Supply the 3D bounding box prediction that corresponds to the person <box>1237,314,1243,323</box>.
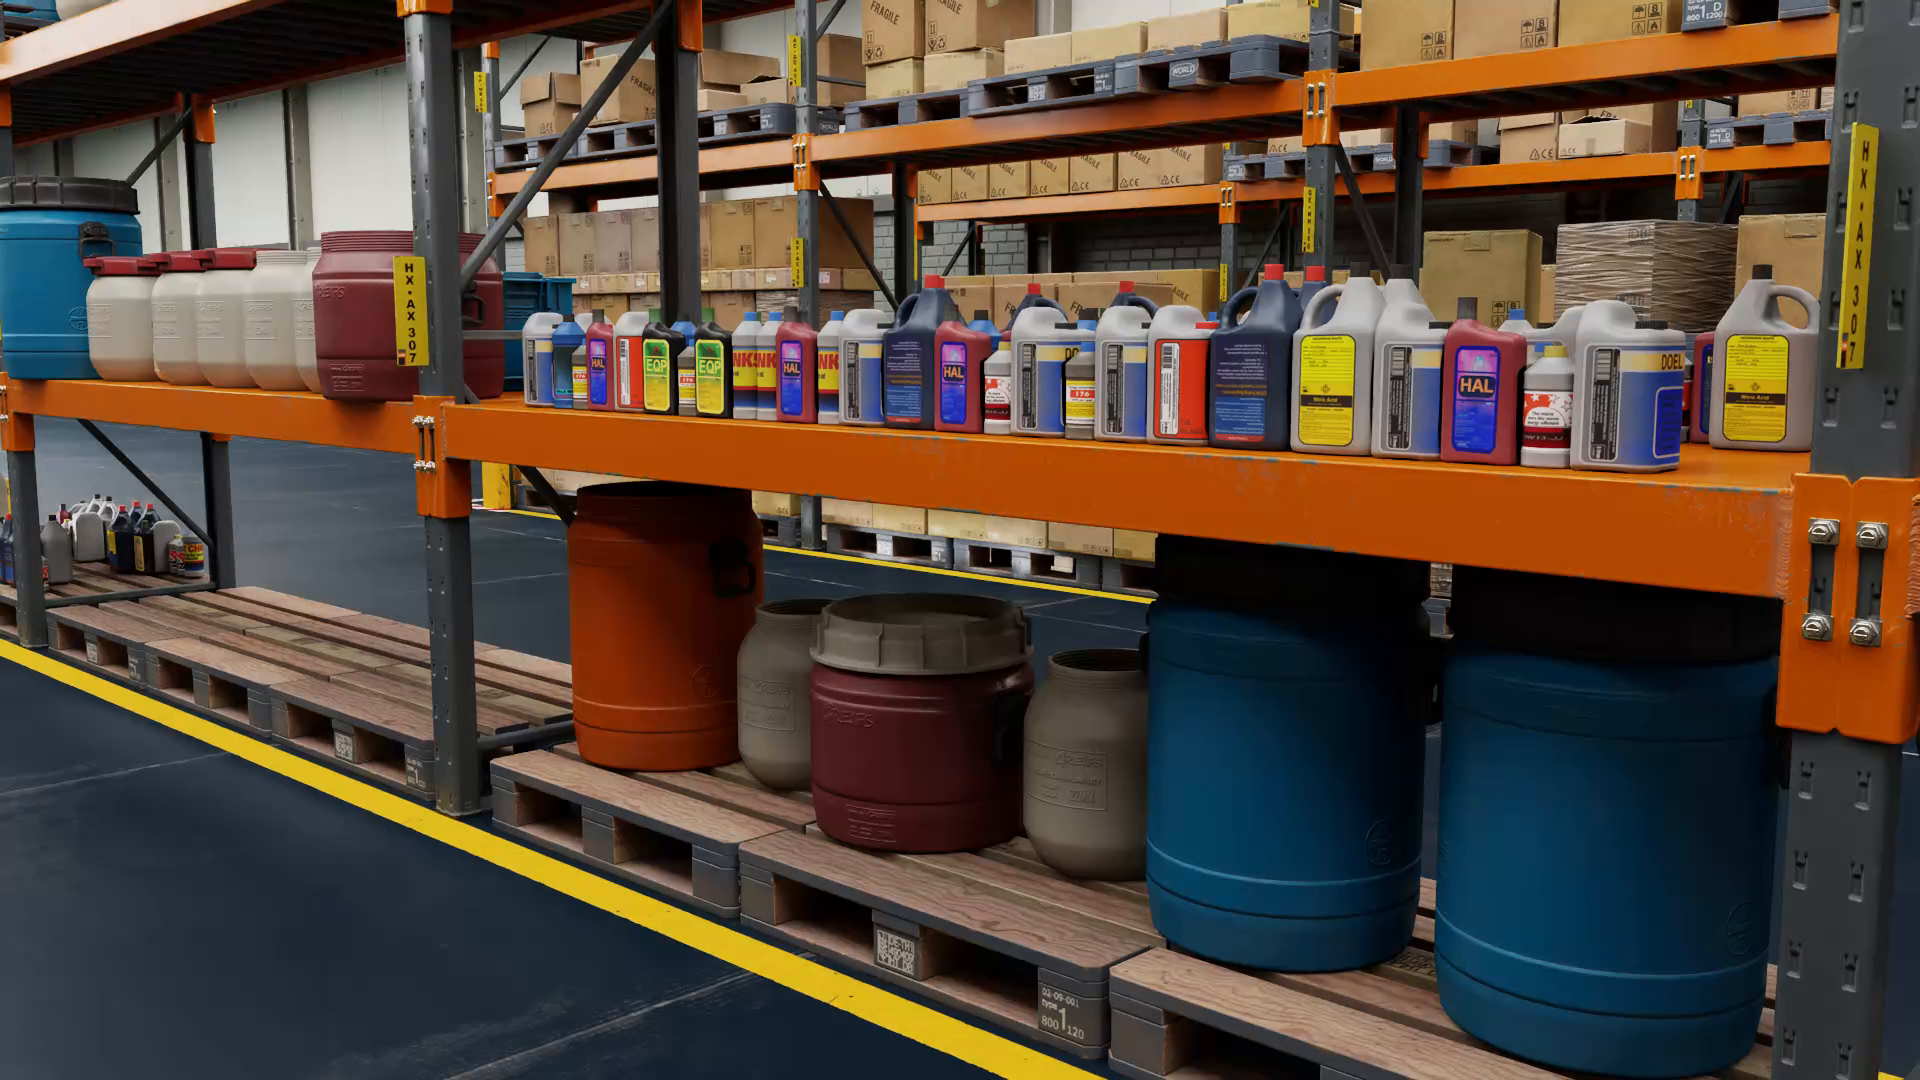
[{"bbox_3d":[1.157,-0.159,7.067,0.484,1.592,0.347,6,9,40],"label":"person"}]
